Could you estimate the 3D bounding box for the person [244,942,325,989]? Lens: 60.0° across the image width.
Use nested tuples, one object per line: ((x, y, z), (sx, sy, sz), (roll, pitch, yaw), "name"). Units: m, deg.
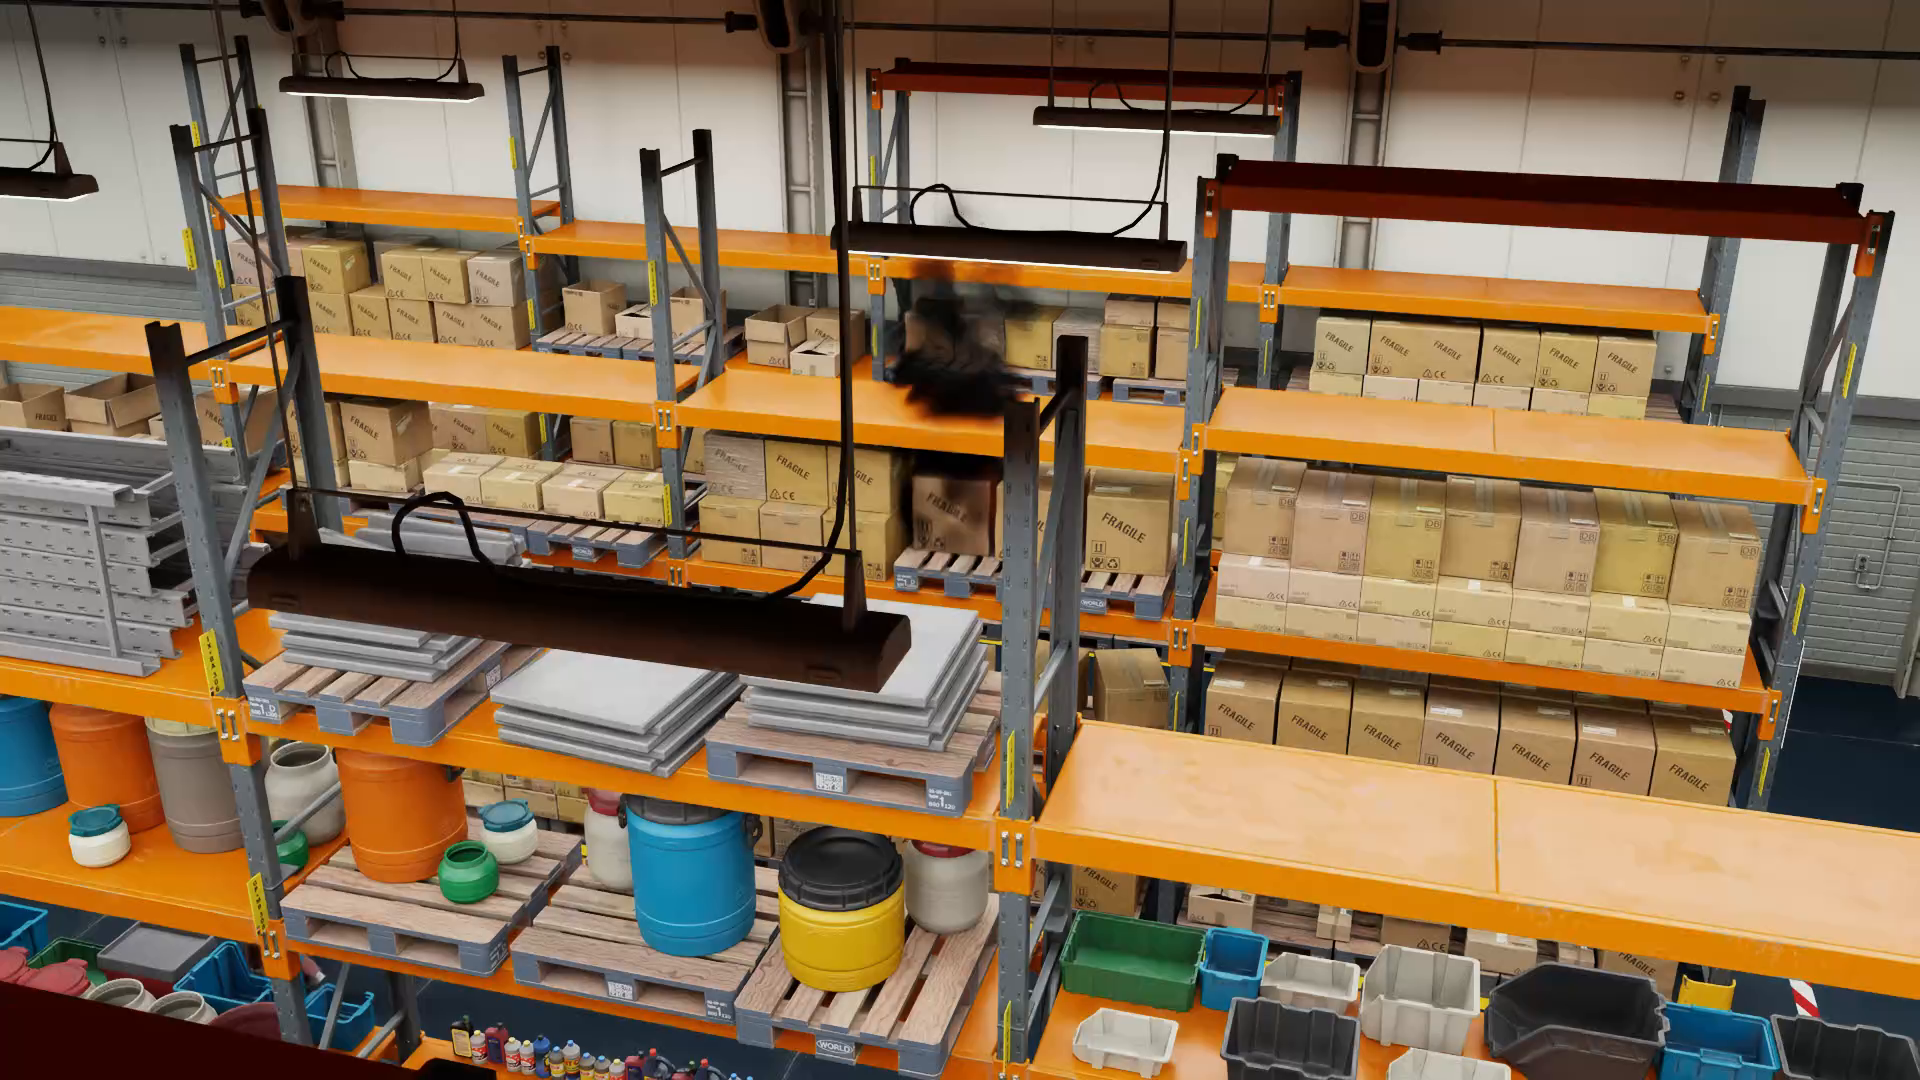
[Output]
((-5.155, 2.621, 12.282), (0.839, 1.703, 0.569), (6, 23, 13), "person")
